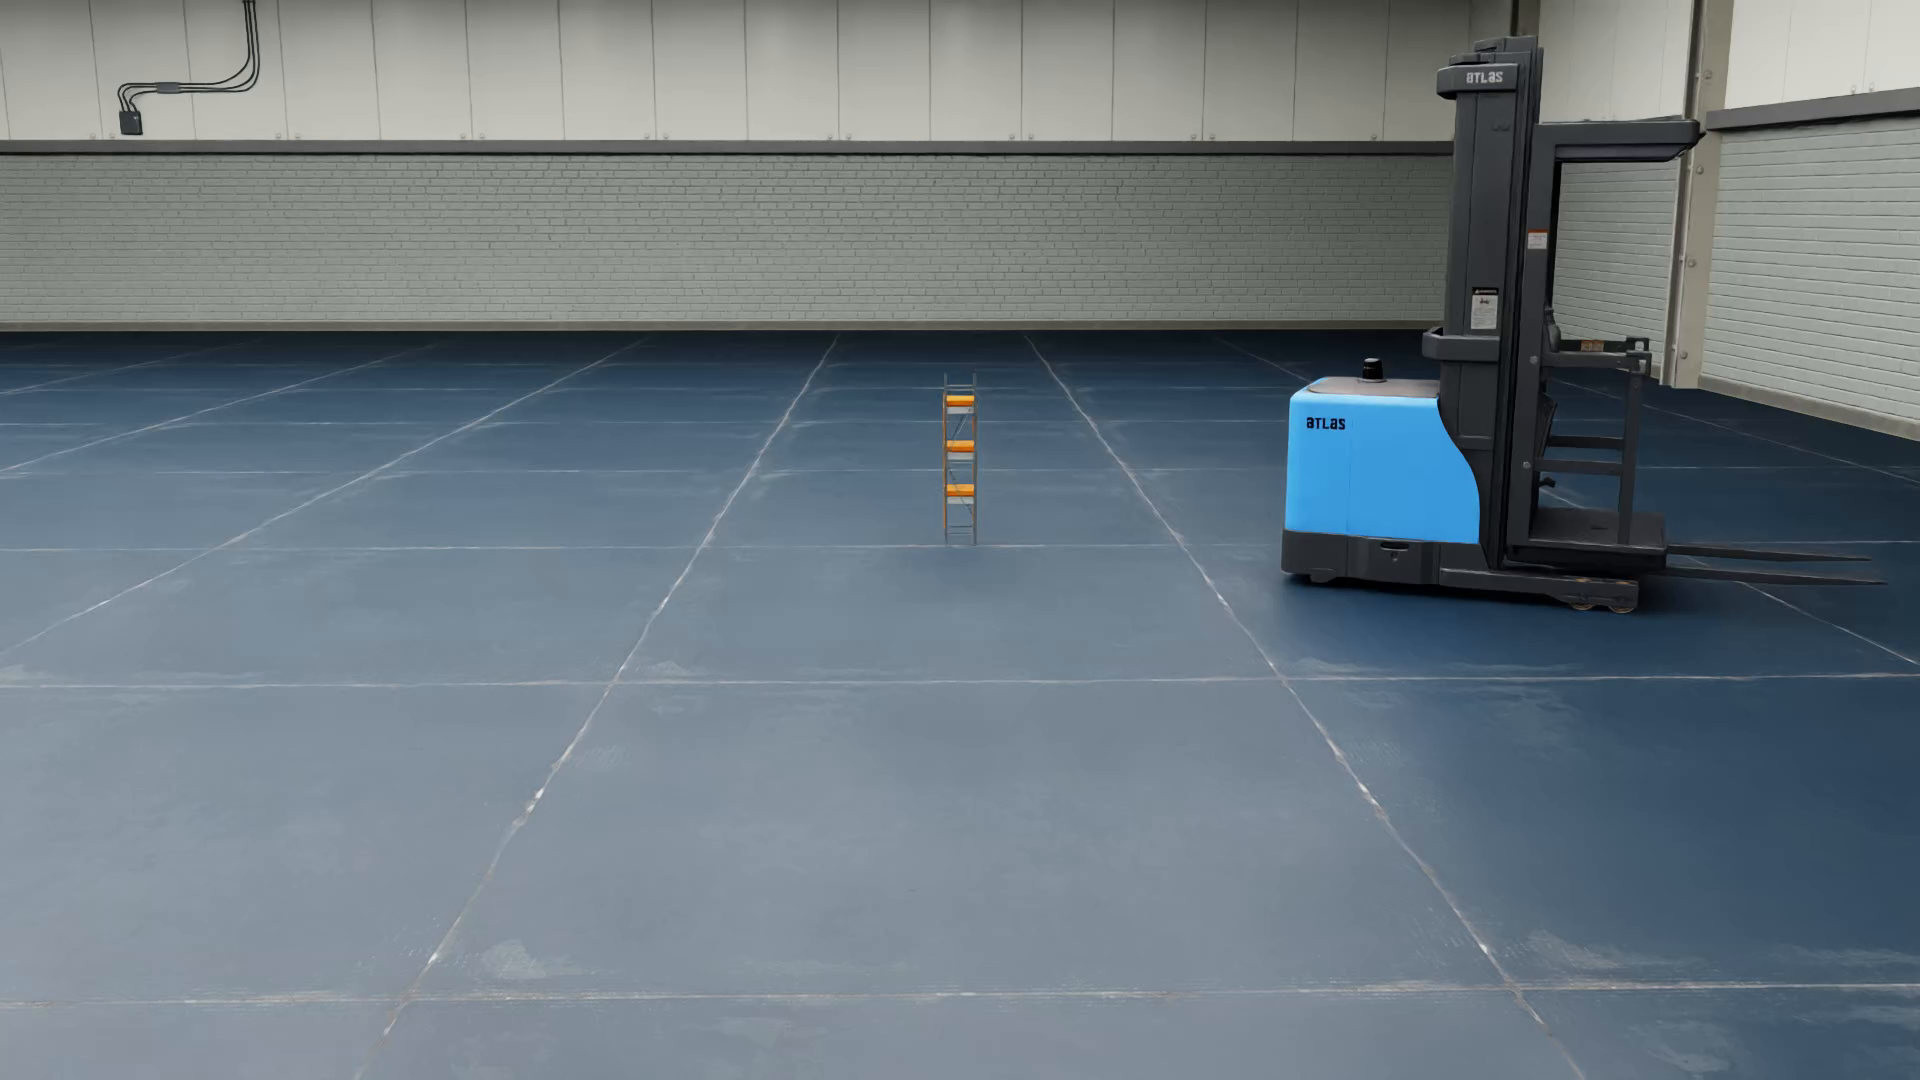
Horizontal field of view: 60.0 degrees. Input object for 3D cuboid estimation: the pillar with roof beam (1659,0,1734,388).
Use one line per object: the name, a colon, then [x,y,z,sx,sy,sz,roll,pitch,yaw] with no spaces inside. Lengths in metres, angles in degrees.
pillar with roof beam: [4.080,-6.181,18.392,9.100,9.000,0.400,0,11,-1]

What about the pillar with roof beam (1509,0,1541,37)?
pillar with roof beam: [3.956,-7.373,24.271,9.100,9.000,0.400,0,11,-1]

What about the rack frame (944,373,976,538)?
rack frame: [-0.001,-0.528,10.522,0.200,1.050,0.008,0,11,-1]

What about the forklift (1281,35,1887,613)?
forklift: [3.380,-1.173,8.969,3.031,2.935,1.130,4,12,21]

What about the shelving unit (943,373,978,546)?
shelving unit: [0.001,-0.504,10.402,0.215,1.050,0.252,0,11,-1]

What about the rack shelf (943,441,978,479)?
rack shelf: [0.001,-0.494,10.404,0.215,0.259,0.240,0,11,-1]

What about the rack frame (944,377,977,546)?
rack frame: [0.004,-0.480,10.283,0.200,1.050,0.008,0,11,-1]

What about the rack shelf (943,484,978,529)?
rack shelf: [0.001,-0.221,10.460,0.215,0.259,0.240,0,11,-1]

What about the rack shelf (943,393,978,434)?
rack shelf: [0.001,-0.772,10.348,0.215,0.259,0.240,0,11,-1]

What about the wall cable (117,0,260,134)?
wall cable: [-12.480,-9.555,26.472,2.305,6.003,0.169,0,11,-1]
